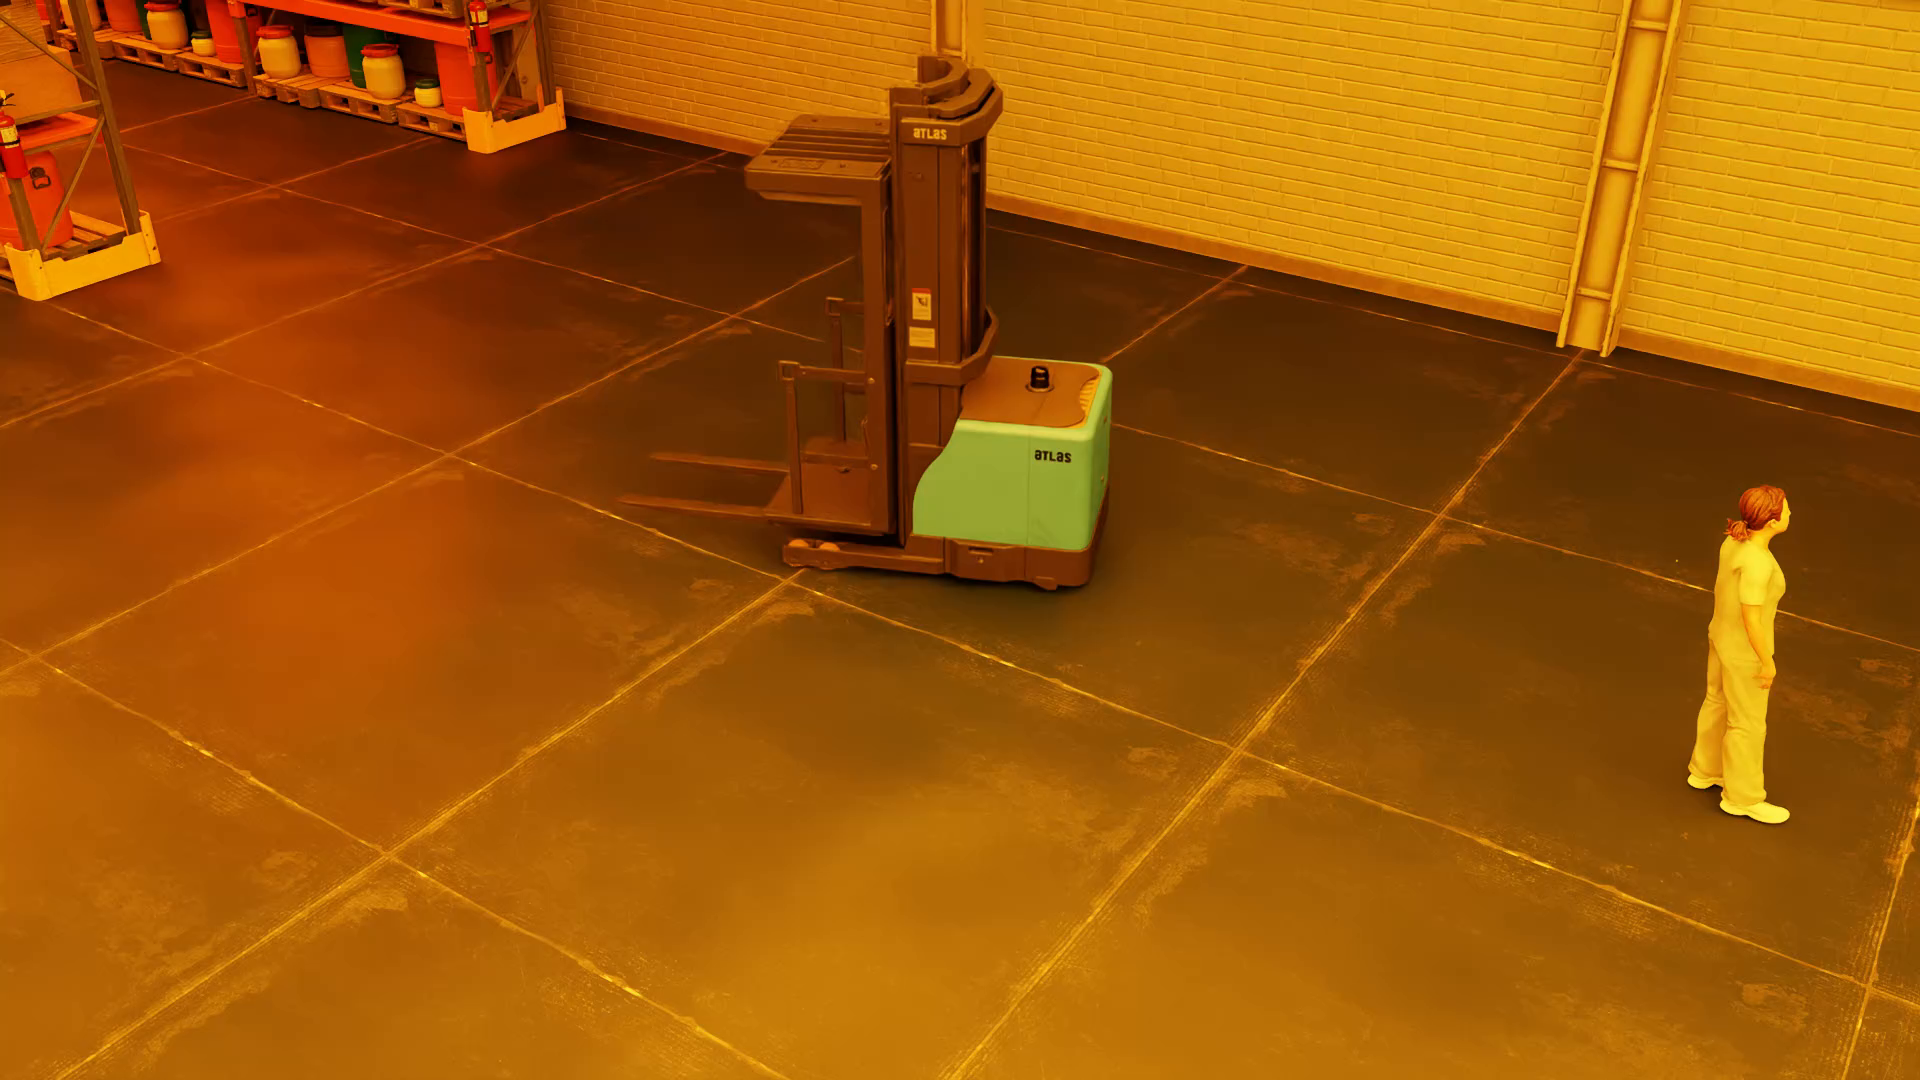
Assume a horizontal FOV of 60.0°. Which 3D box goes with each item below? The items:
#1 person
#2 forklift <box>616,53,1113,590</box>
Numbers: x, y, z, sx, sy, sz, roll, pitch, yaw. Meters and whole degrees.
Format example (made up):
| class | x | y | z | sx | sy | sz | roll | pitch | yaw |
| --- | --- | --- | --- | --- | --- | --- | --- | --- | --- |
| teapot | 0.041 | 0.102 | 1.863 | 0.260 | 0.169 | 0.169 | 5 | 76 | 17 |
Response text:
| class | x | y | z | sx | sy | sz | roll | pitch | yaw |
| --- | --- | --- | --- | --- | --- | --- | --- | --- | --- |
| person | 3.799 | 0.513 | 7.933 | 0.548 | 1.673 | 0.550 | 4 | 30 | 6 |
| forklift | -0.620 | -1.332 | 9.876 | 3.031 | 2.935 | 1.130 | 6 | 31 | 10 |
